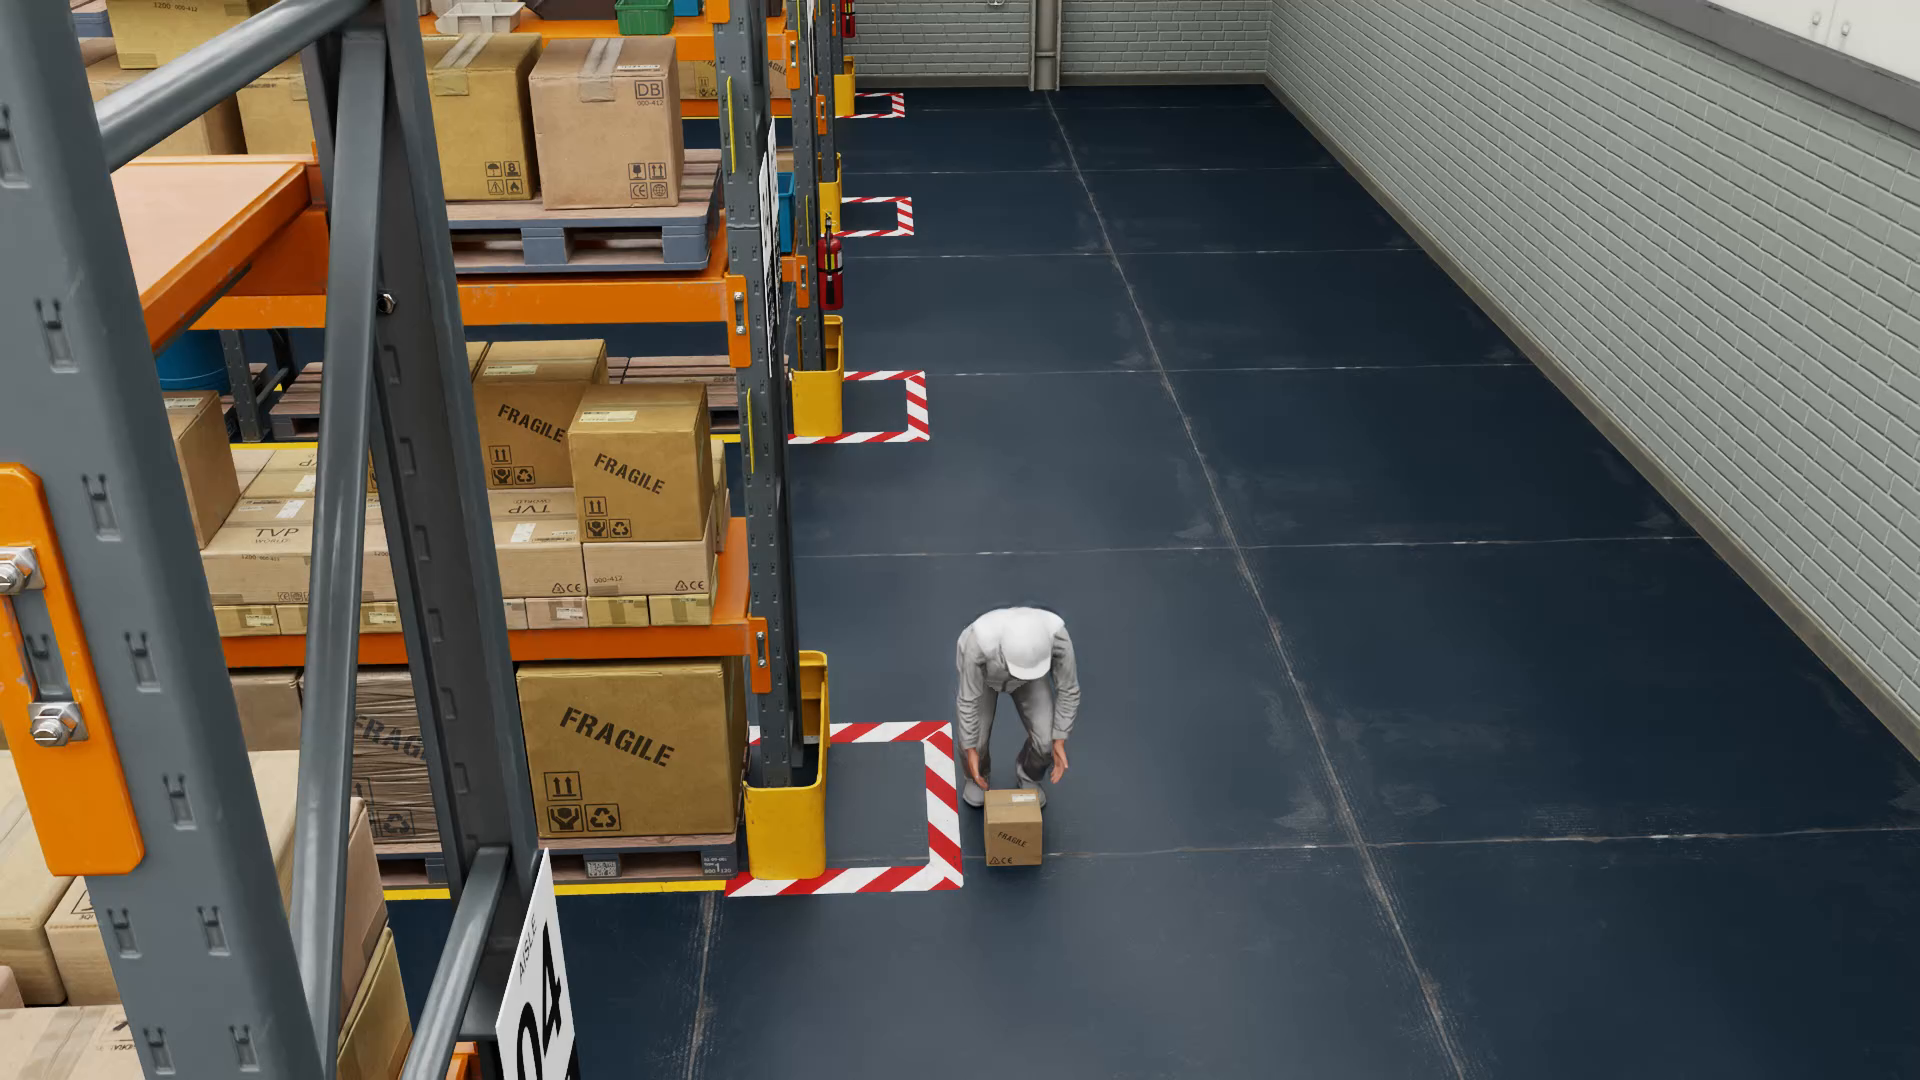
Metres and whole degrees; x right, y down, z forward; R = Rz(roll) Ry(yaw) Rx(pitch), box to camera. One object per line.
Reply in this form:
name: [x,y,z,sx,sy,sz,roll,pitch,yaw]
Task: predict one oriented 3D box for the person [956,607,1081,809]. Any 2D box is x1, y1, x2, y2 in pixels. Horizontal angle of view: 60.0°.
person: [0.260,0.733,7.790,0.573,1.211,0.851,-1,27,-3]
